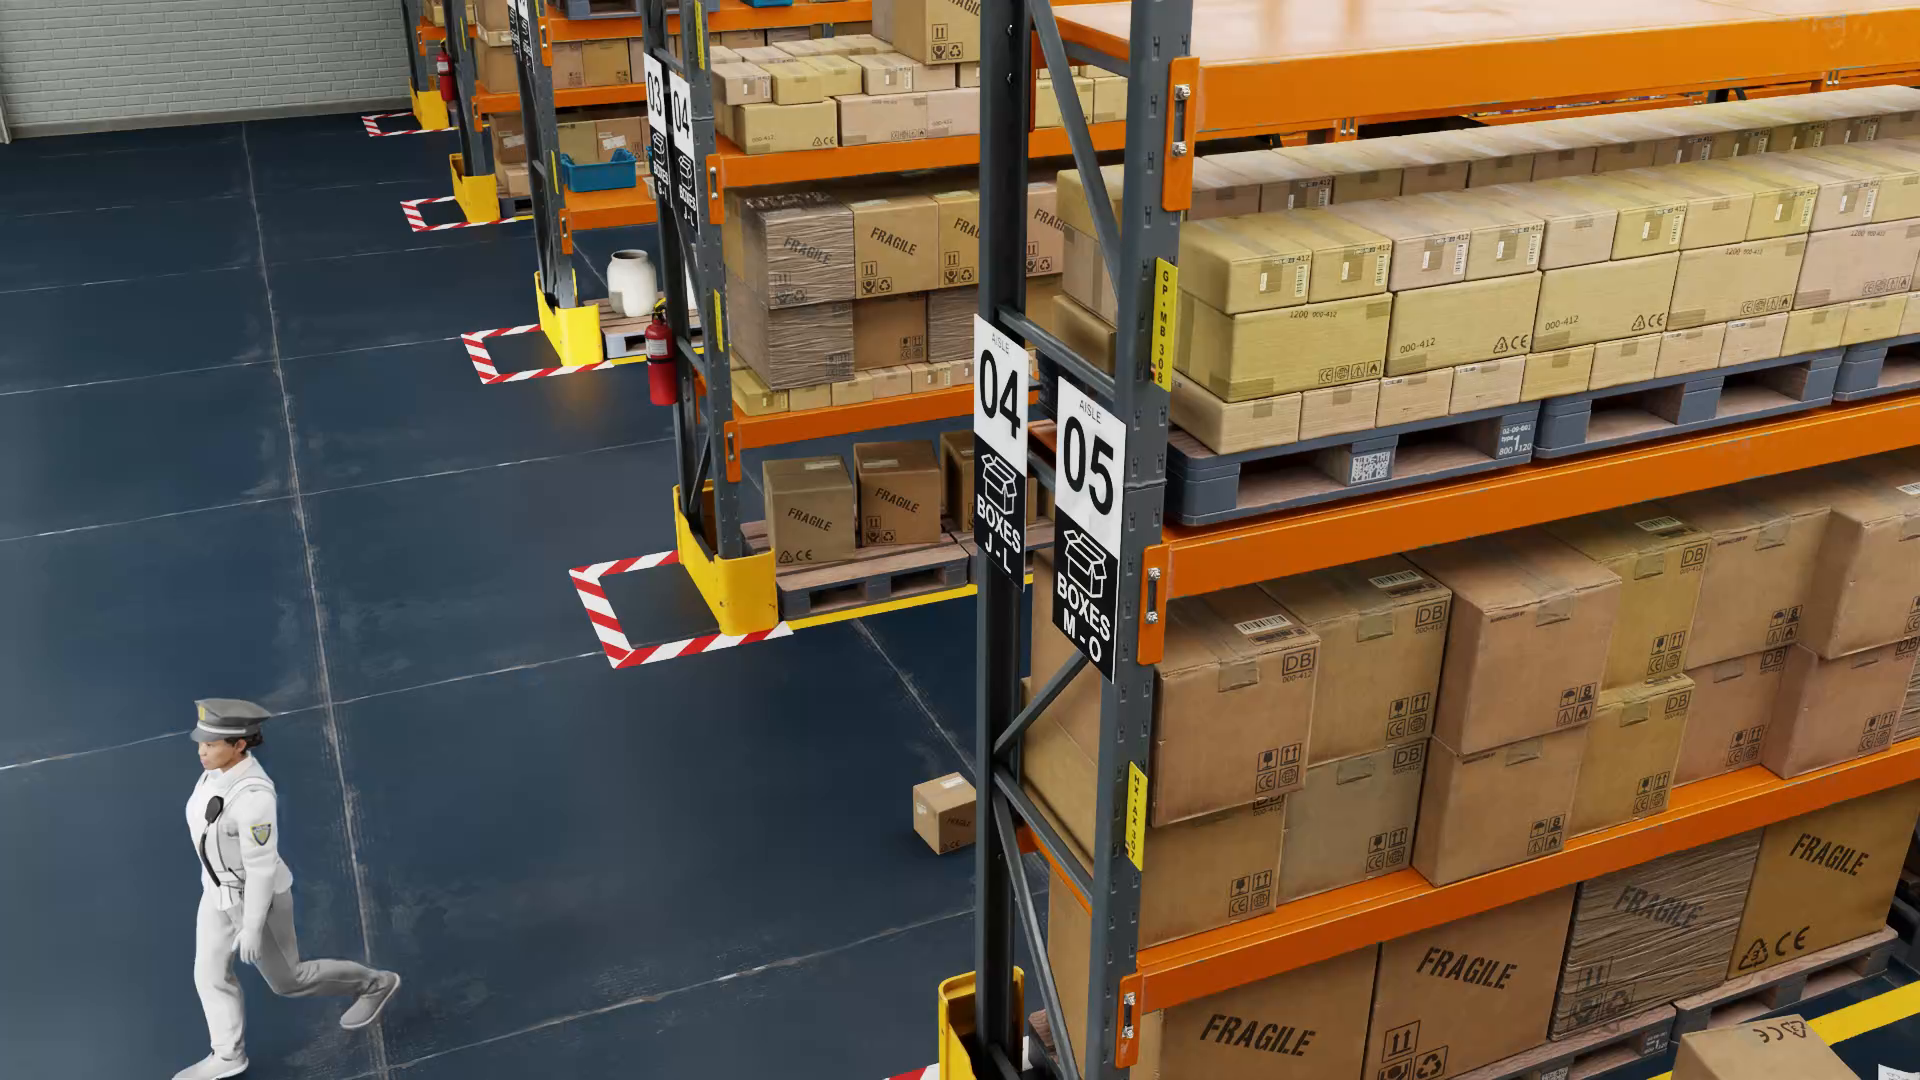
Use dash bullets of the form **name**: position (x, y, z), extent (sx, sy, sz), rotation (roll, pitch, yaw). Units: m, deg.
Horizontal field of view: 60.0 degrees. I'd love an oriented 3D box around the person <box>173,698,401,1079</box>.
- **person**: position (-2.686, 1.330, 6.348), extent (0.888, 1.652, 0.495), rotation (-20, 33, -35)
